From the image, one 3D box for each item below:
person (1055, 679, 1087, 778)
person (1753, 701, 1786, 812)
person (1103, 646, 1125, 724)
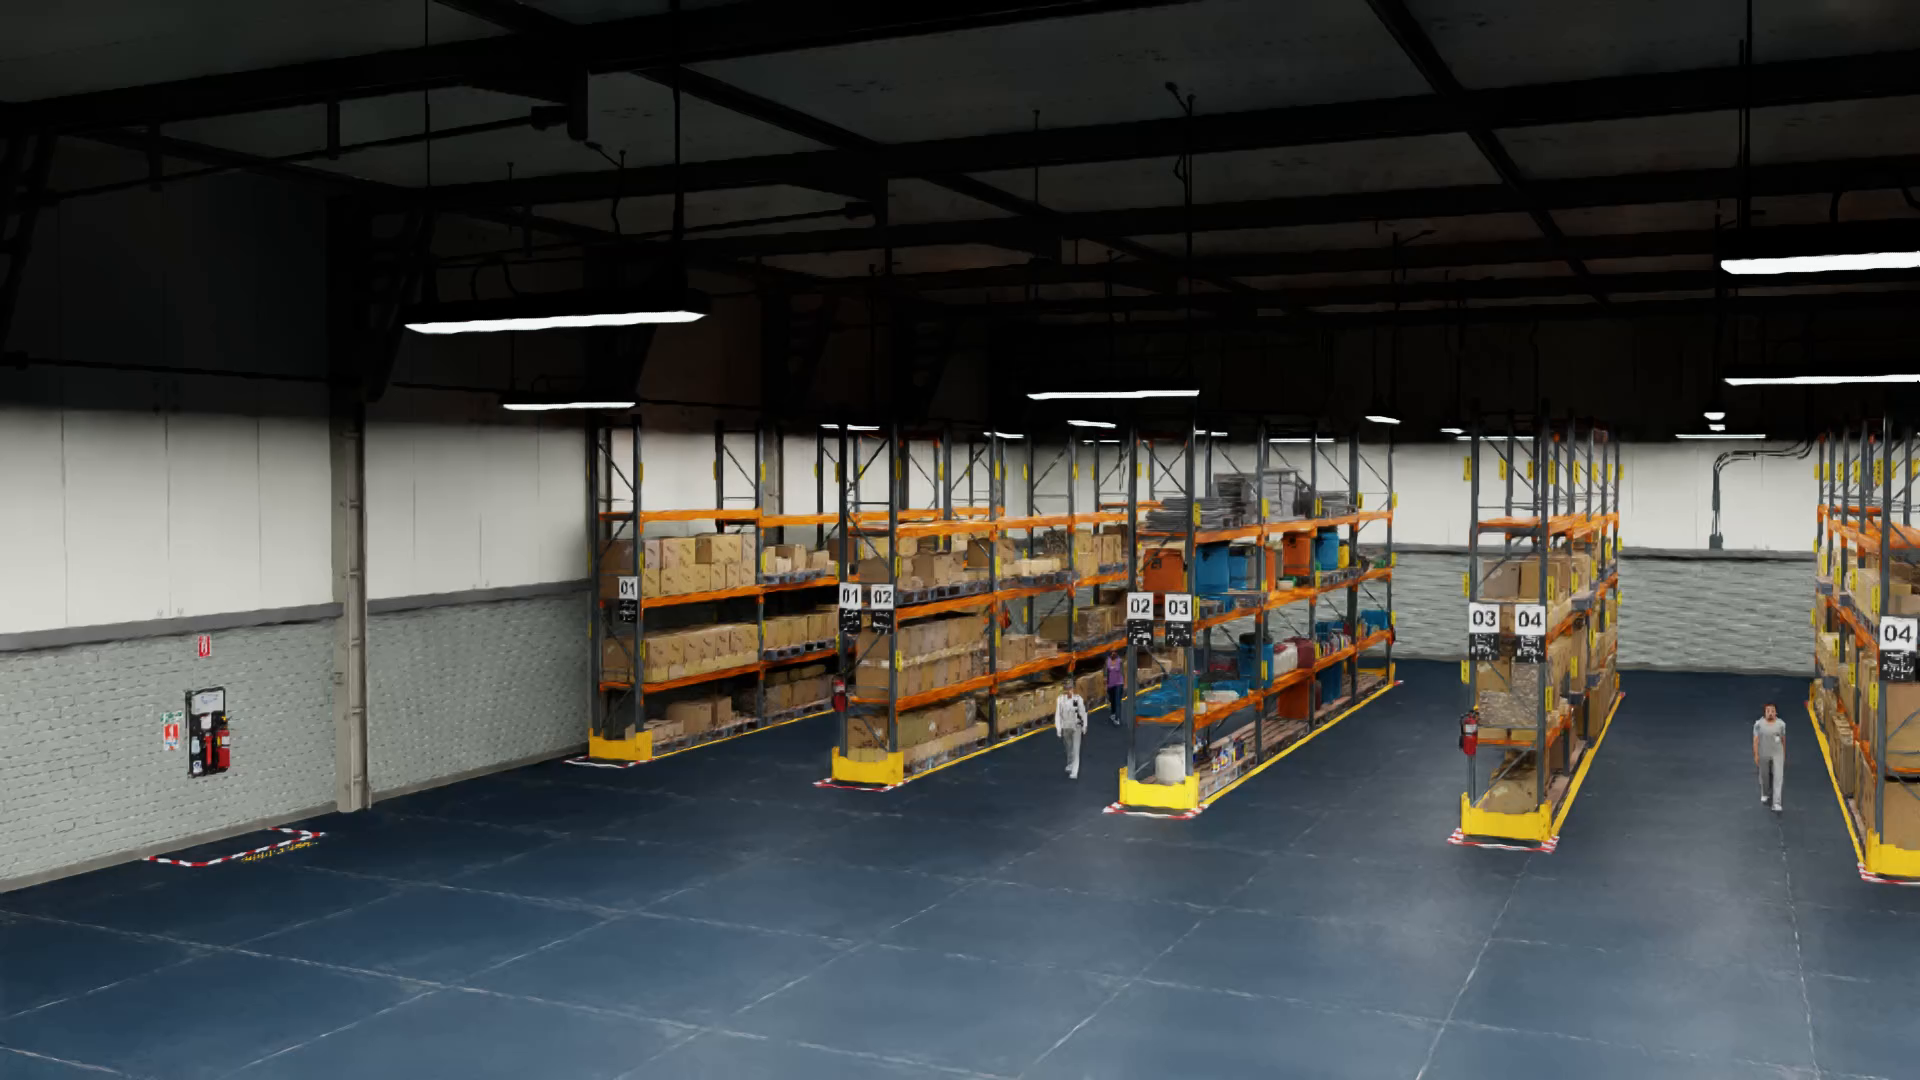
[{"bbox_3d":[1.812,3.057,27.269,0.511,1.598,1.058,1,2,16],"label":"person"},{"bbox_3d":[12.001,3.174,24.666,0.446,1.590,1.110,1,3,27],"label":"person"},{"bbox_3d":[3.058,2.862,33.039,0.412,1.533,0.955,1,2,17],"label":"person"}]
